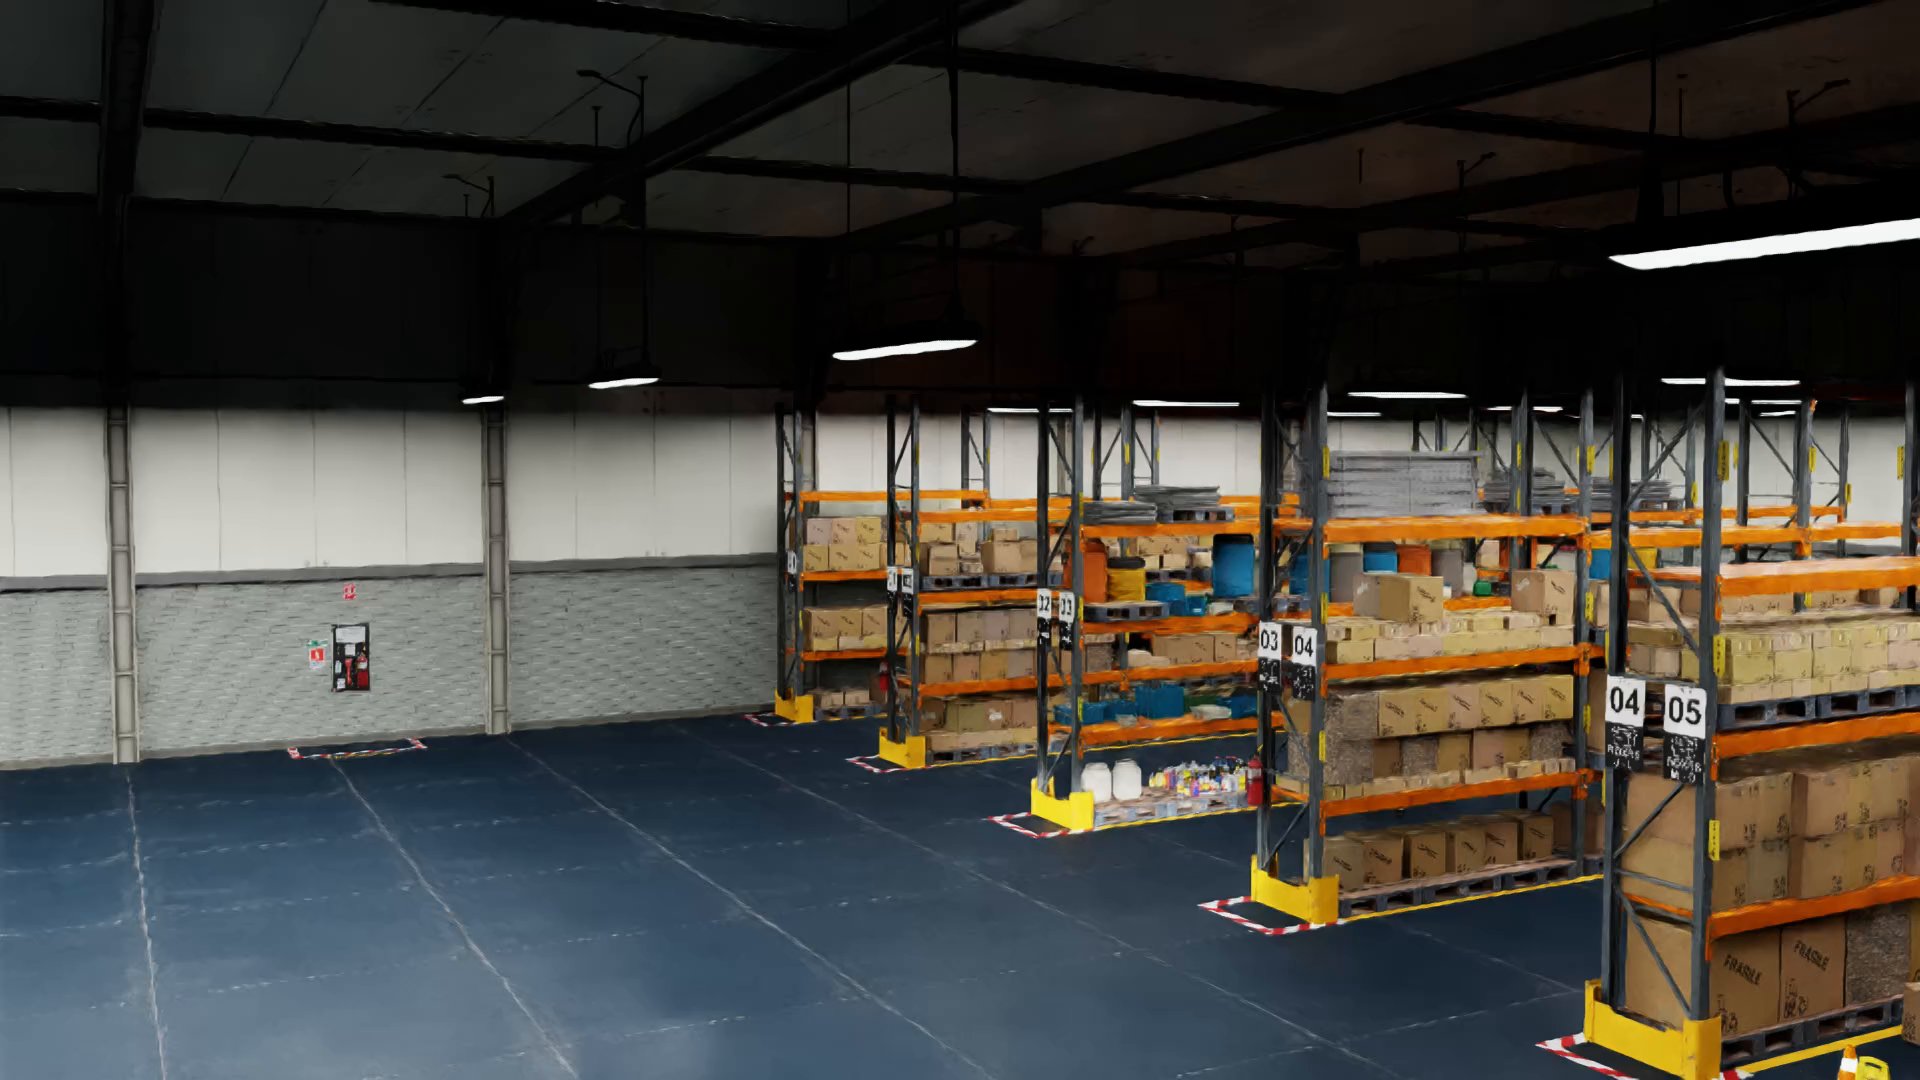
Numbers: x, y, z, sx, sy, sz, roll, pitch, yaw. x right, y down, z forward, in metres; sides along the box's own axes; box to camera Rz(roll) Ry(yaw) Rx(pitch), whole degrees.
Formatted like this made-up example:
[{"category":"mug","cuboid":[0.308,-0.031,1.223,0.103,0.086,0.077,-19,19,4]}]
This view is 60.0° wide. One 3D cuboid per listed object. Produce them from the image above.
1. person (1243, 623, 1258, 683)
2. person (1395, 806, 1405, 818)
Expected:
[{"category":"person","cuboid":[5.766,2.466,32.654,0.434,1.673,0.494,2,4,31]},{"category":"person","cuboid":[6.099,3.008,23.337,0.837,1.662,0.683,-3,4,-44]}]
